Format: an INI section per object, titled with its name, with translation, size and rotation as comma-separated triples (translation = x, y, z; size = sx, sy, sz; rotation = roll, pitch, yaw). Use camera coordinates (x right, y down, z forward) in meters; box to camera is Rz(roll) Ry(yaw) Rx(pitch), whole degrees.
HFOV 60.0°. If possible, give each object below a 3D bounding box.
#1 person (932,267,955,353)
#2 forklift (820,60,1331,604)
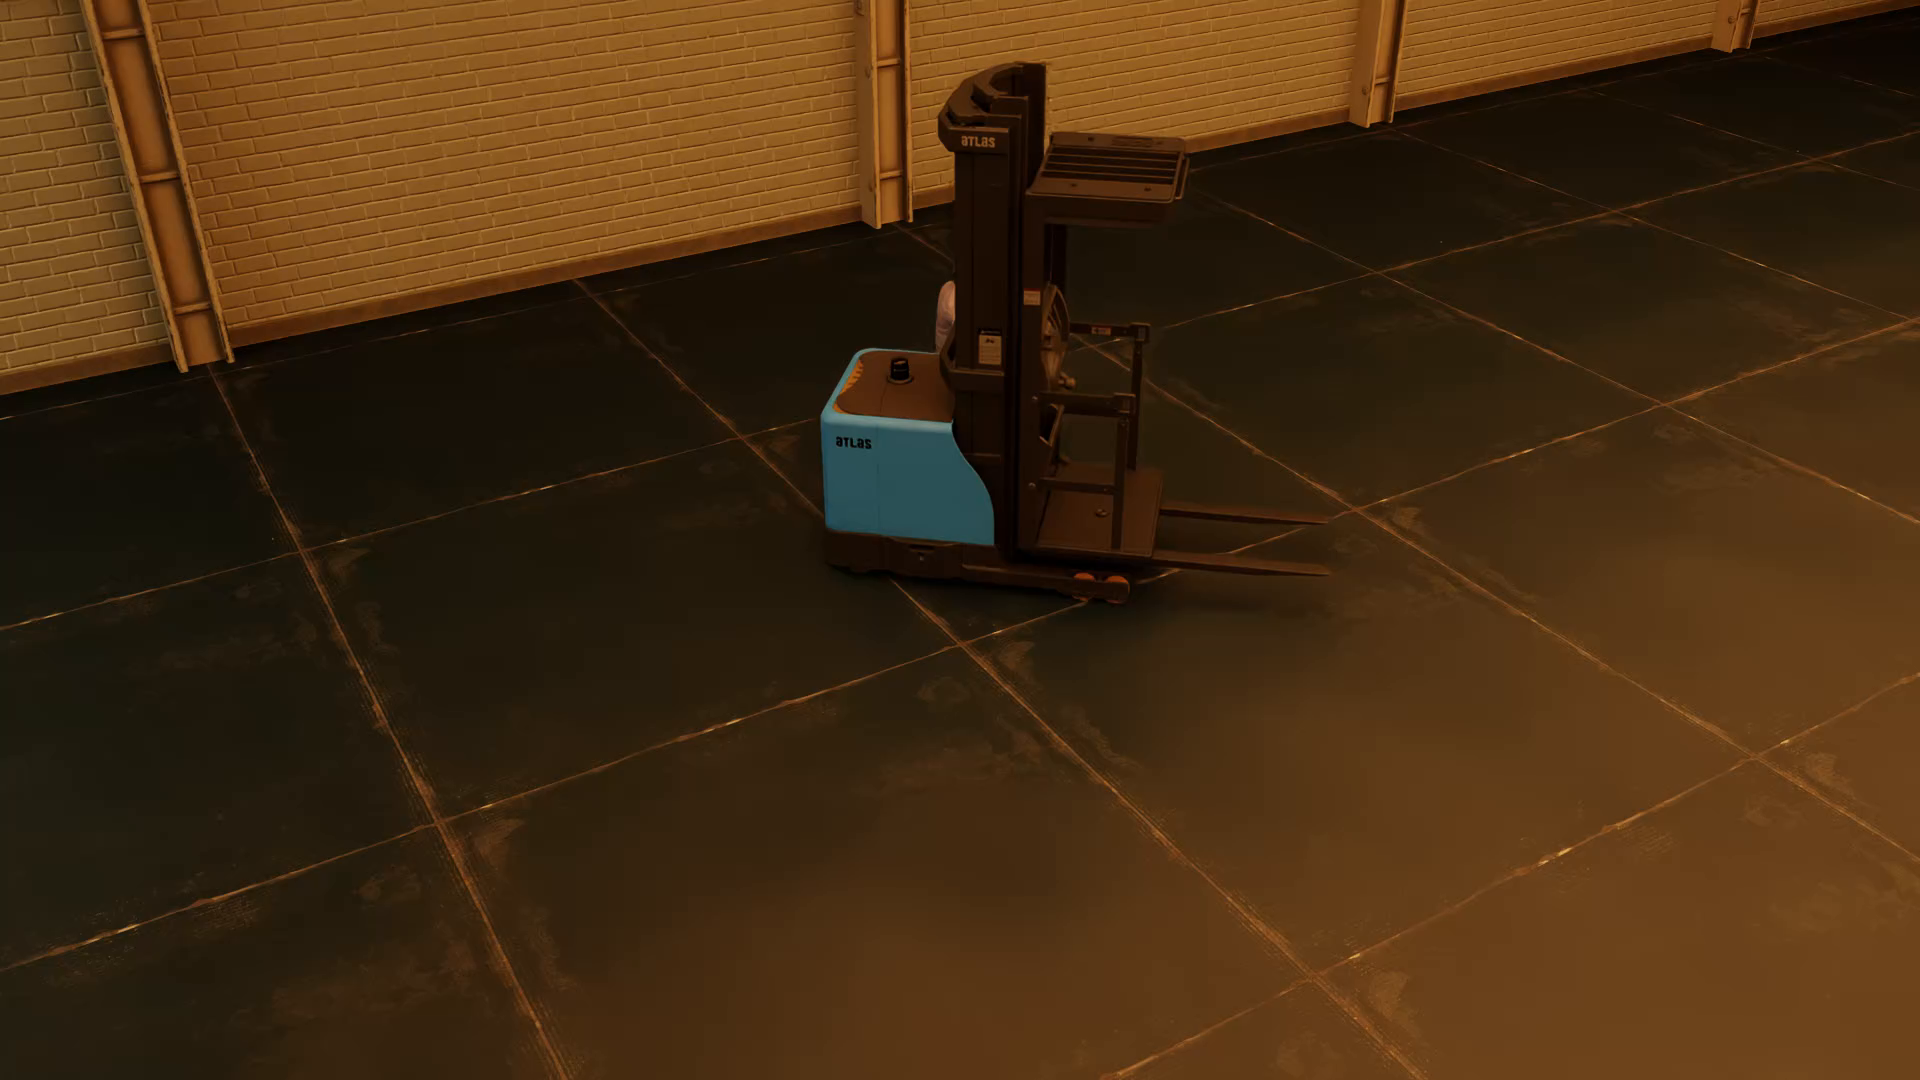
[person]
translation = 0.151, -1.227, 11.156
size = 0.694, 1.385, 1.009
rotation = -1, 31, -2
[forklift]
translation = 0.738, -1.174, 9.607
size = 3.031, 2.935, 1.130
rotation = 5, 31, 9
